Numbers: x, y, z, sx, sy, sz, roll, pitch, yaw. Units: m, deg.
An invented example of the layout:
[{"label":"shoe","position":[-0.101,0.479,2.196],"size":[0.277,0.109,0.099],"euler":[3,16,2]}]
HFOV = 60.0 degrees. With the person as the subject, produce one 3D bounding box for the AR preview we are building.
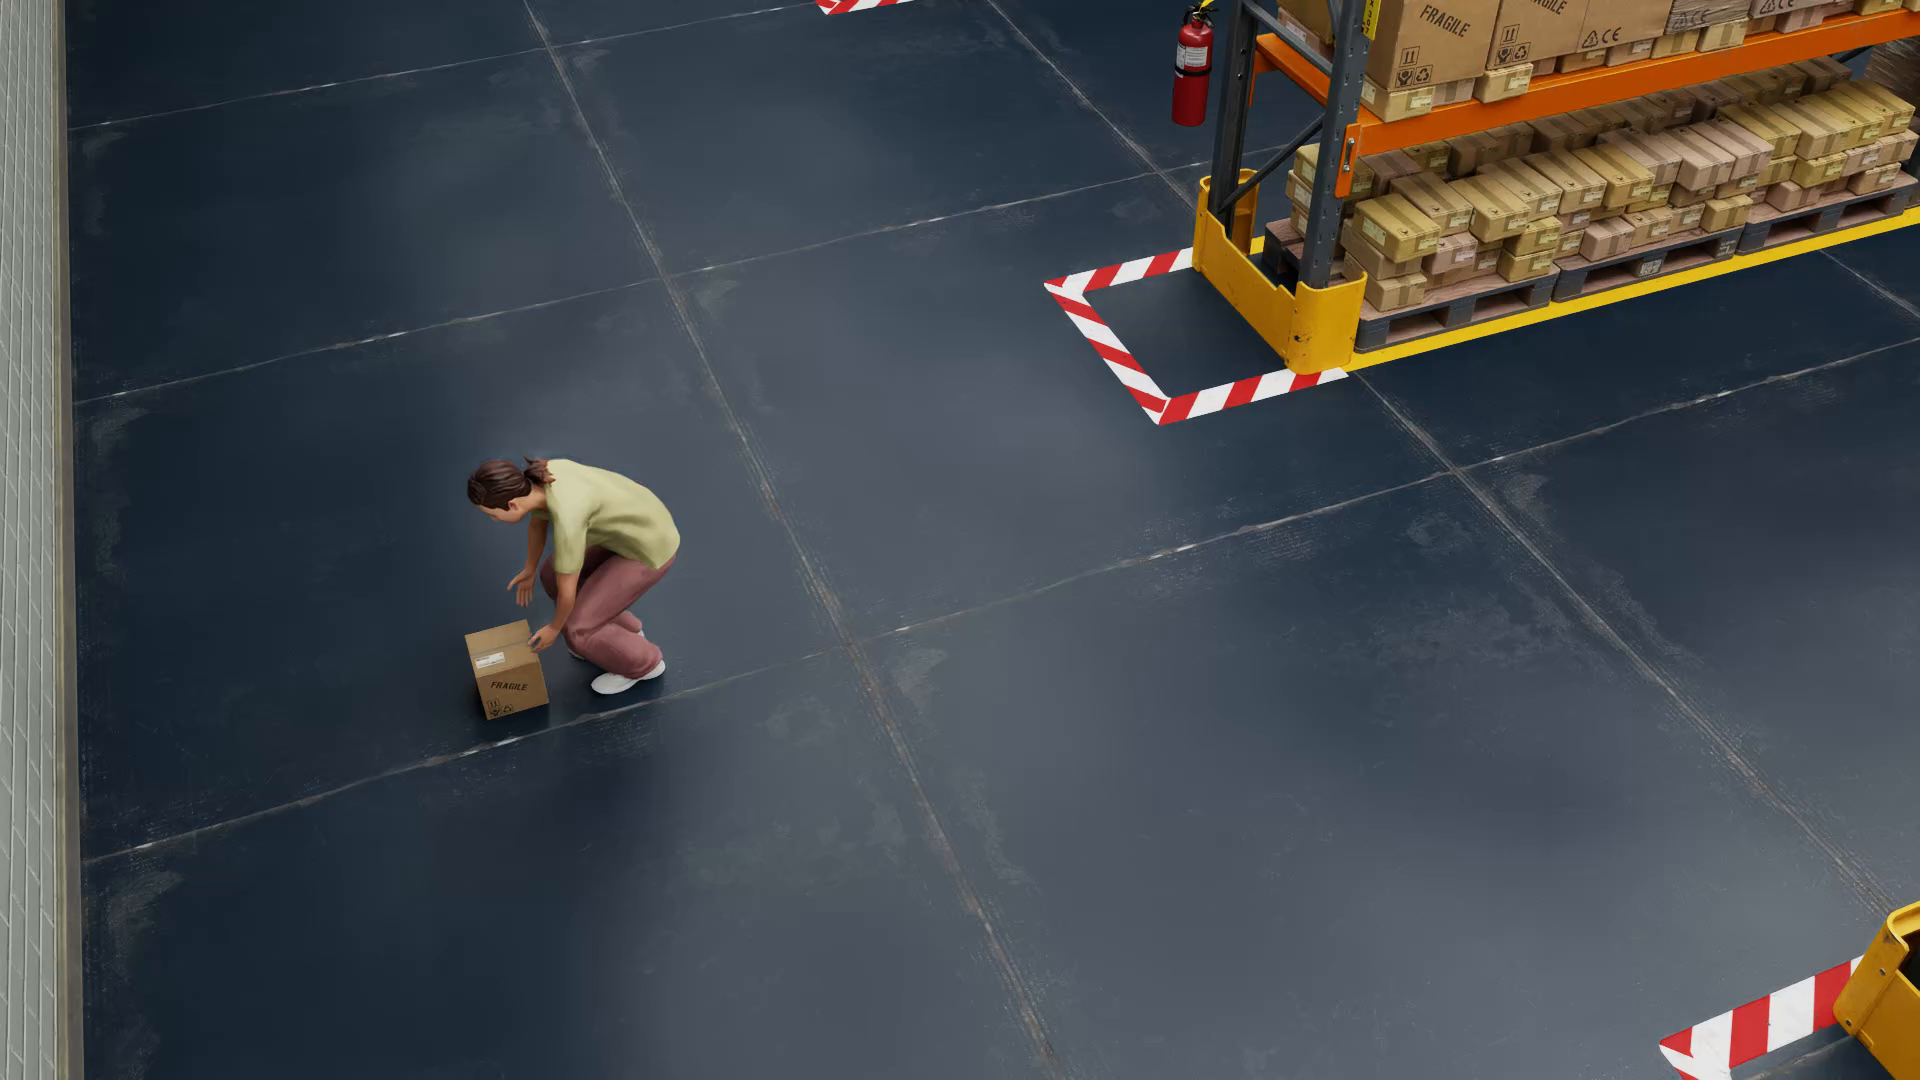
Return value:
[{"label":"person","position":[-1.438,0.151,6.462],"size":[0.730,1.052,0.506],"euler":[-15,44,-17]}]
